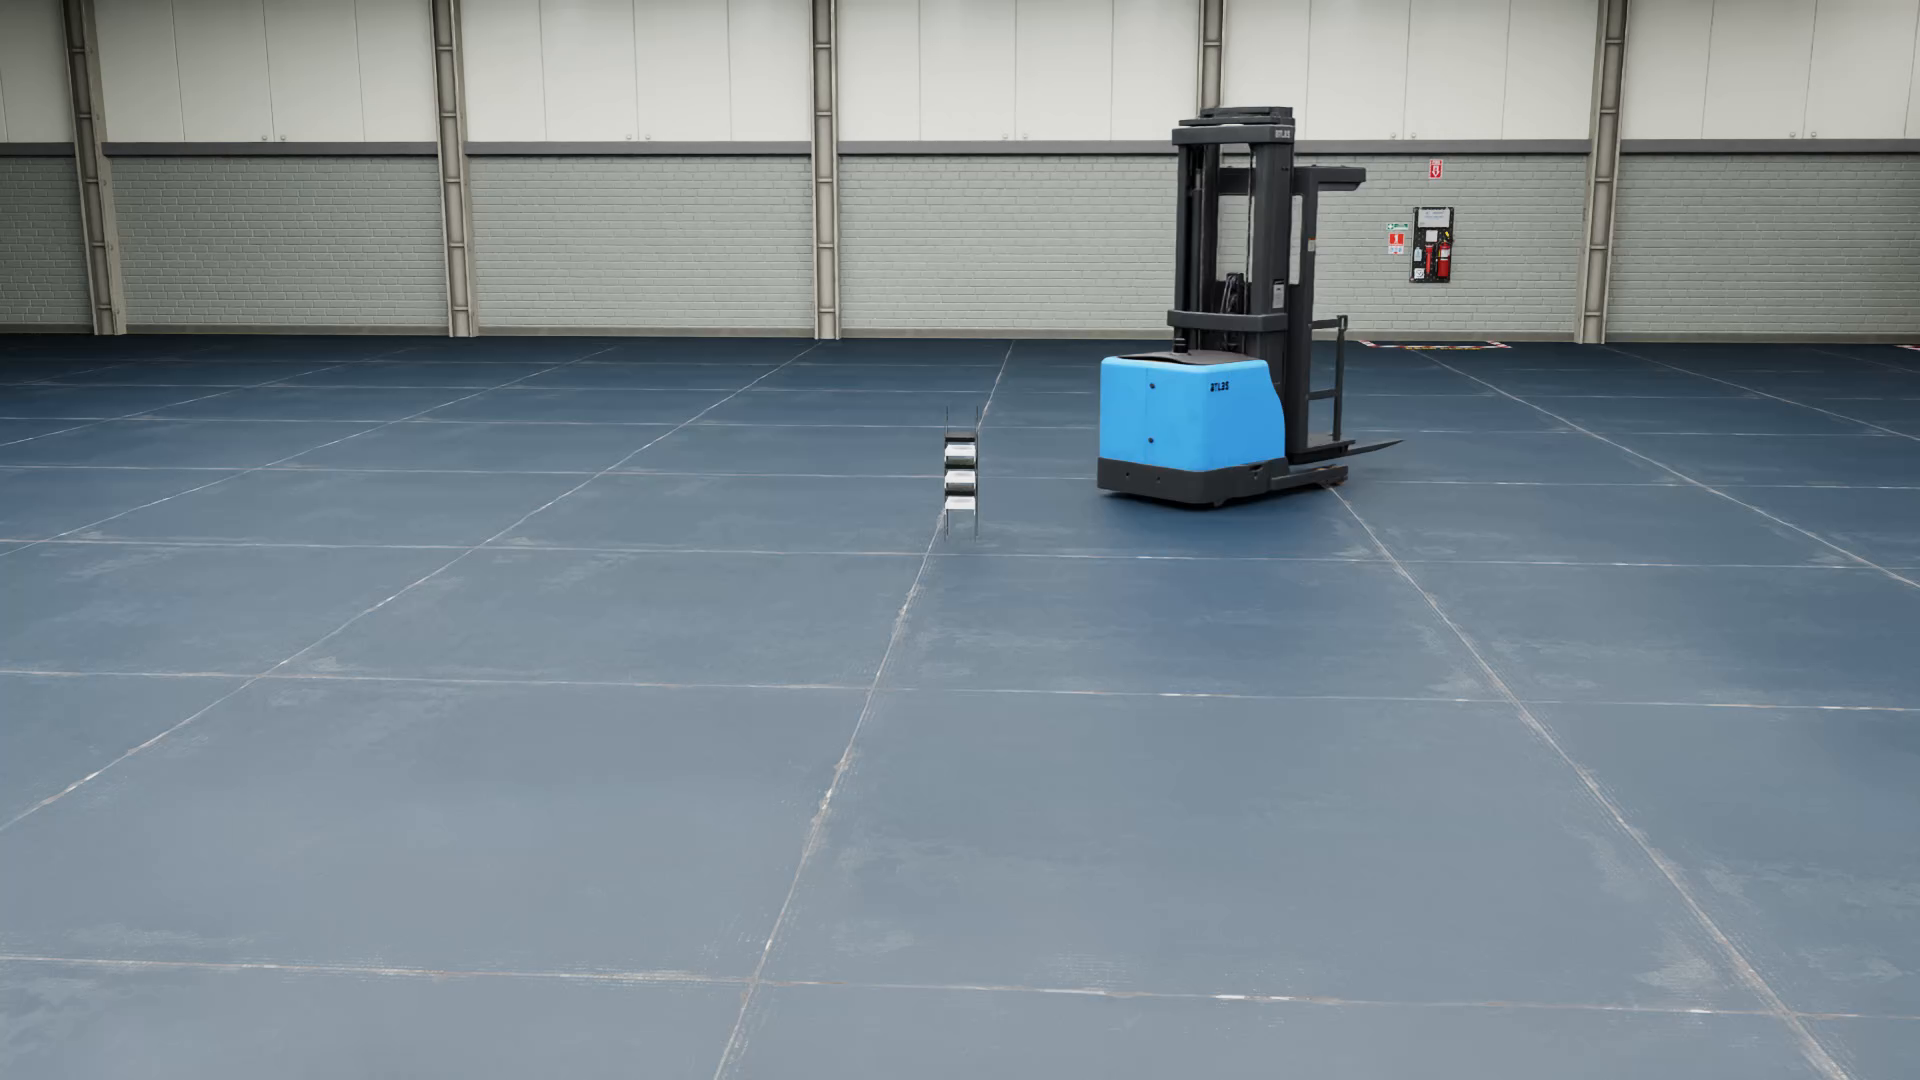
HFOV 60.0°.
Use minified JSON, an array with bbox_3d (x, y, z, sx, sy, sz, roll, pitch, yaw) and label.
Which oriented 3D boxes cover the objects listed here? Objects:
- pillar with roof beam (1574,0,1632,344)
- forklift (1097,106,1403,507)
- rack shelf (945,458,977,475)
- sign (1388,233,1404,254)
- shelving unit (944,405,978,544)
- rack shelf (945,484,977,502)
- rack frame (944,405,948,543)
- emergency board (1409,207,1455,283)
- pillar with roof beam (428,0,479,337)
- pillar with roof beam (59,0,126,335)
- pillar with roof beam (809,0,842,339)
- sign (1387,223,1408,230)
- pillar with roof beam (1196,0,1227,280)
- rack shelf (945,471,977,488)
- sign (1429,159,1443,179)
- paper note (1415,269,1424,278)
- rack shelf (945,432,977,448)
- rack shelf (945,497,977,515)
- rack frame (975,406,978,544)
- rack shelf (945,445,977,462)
[{"bbox_3d":[9.560,-6.616,20.917,0.400,9.000,9.100,1,12,4],"label":"pillar with roof beam"},{"bbox_3d":[2.478,-1.910,13.242,3.031,2.935,1.130,-11,16,-42],"label":"forklift"},{"bbox_3d":[0.008,-0.496,11.164,0.200,0.077,0.258,1,12,4],"label":"rack shelf"},{"bbox_3d":[6.840,-4.647,26.068,0.234,0.329,0.001,1,12,4],"label":"sign"},{"bbox_3d":[0.008,-0.440,11.175,0.210,0.900,0.258,1,12,4],"label":"shelving unit"},{"bbox_3d":[0.008,-0.320,11.201,0.200,0.077,0.258,1,12,4],"label":"rack shelf"},{"bbox_3d":[-0.093,-0.442,11.182,0.006,0.900,0.240,1,12,4],"label":"rack frame"},{"bbox_3d":[7.384,-4.600,25.935,0.643,1.169,0.194,1,12,4],"label":"emergency board"},{"bbox_3d":[-8.400,-6.862,22.094,0.400,9.000,9.100,1,12,4],"label":"pillar with roof beam"},{"bbox_3d":[-14.386,-6.944,22.487,0.400,9.000,9.100,1,12,4],"label":"pillar with roof beam"},{"bbox_3d":[-2.413,-6.780,21.702,0.400,9.000,9.100,1,12,4],"label":"pillar with roof beam"},{"bbox_3d":[6.844,-4.904,26.005,0.331,0.109,0.001,1,12,4],"label":"sign"},{"bbox_3d":[3.573,-6.698,21.310,0.400,9.000,9.100,1,12,4],"label":"pillar with roof beam"},{"bbox_3d":[0.008,-0.408,11.182,0.200,0.077,0.258,1,12,4],"label":"rack shelf"},{"bbox_3d":[7.383,-5.756,25.795,0.199,0.298,0.001,1,12,4],"label":"sign"},{"bbox_3d":[7.212,-4.186,26.104,0.142,0.148,0.016,1,12,4],"label":"paper note"},{"bbox_3d":[0.008,-0.672,11.127,0.200,0.077,0.258,1,12,4],"label":"rack shelf"},{"bbox_3d":[0.008,-0.232,11.219,0.200,0.077,0.258,1,12,4],"label":"rack shelf"},{"bbox_3d":[0.110,-0.439,11.169,0.006,0.900,0.240,1,12,4],"label":"rack frame"},{"bbox_3d":[0.008,-0.584,11.145,0.200,0.077,0.258,1,12,4],"label":"rack shelf"}]
